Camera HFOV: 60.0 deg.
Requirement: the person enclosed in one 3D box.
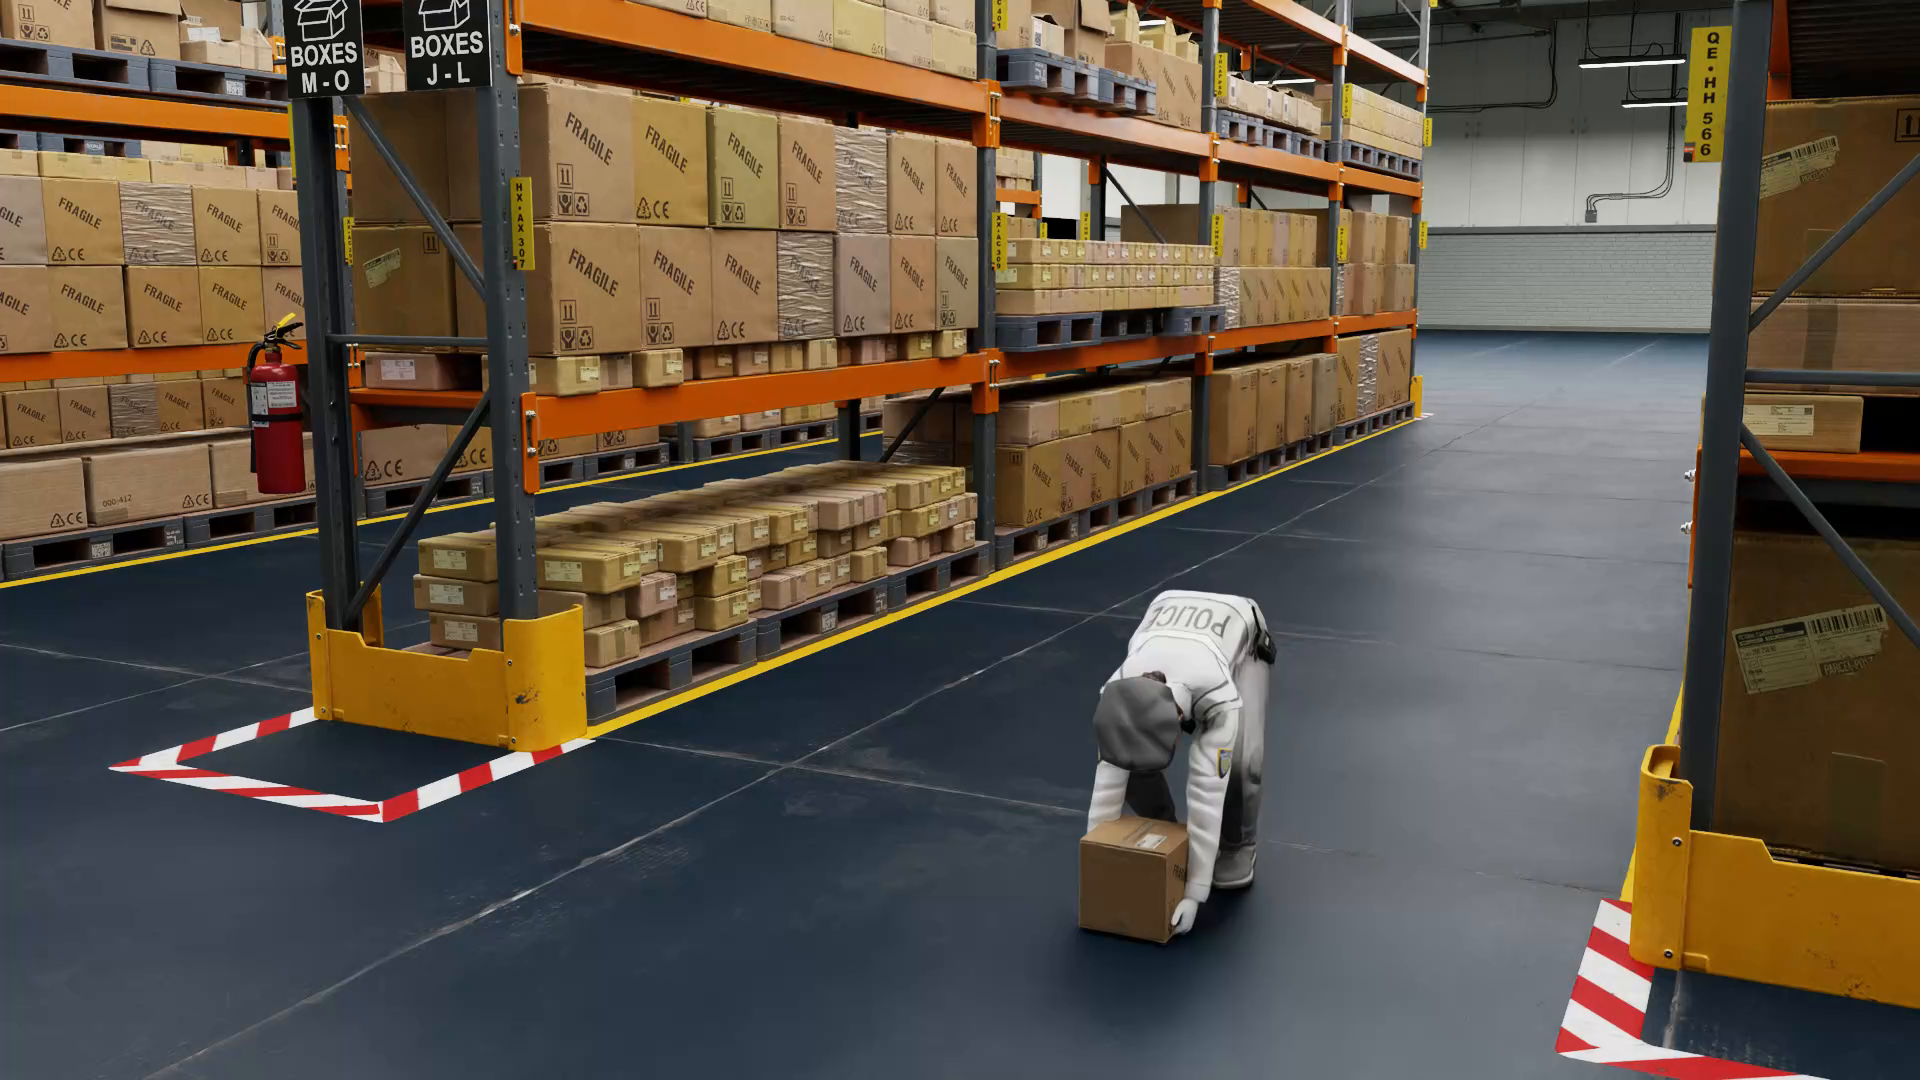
[{"bbox_3d":[0.637,0.604,4.764,0.469,0.842,0.889,4,10,24],"label":"person"}]
